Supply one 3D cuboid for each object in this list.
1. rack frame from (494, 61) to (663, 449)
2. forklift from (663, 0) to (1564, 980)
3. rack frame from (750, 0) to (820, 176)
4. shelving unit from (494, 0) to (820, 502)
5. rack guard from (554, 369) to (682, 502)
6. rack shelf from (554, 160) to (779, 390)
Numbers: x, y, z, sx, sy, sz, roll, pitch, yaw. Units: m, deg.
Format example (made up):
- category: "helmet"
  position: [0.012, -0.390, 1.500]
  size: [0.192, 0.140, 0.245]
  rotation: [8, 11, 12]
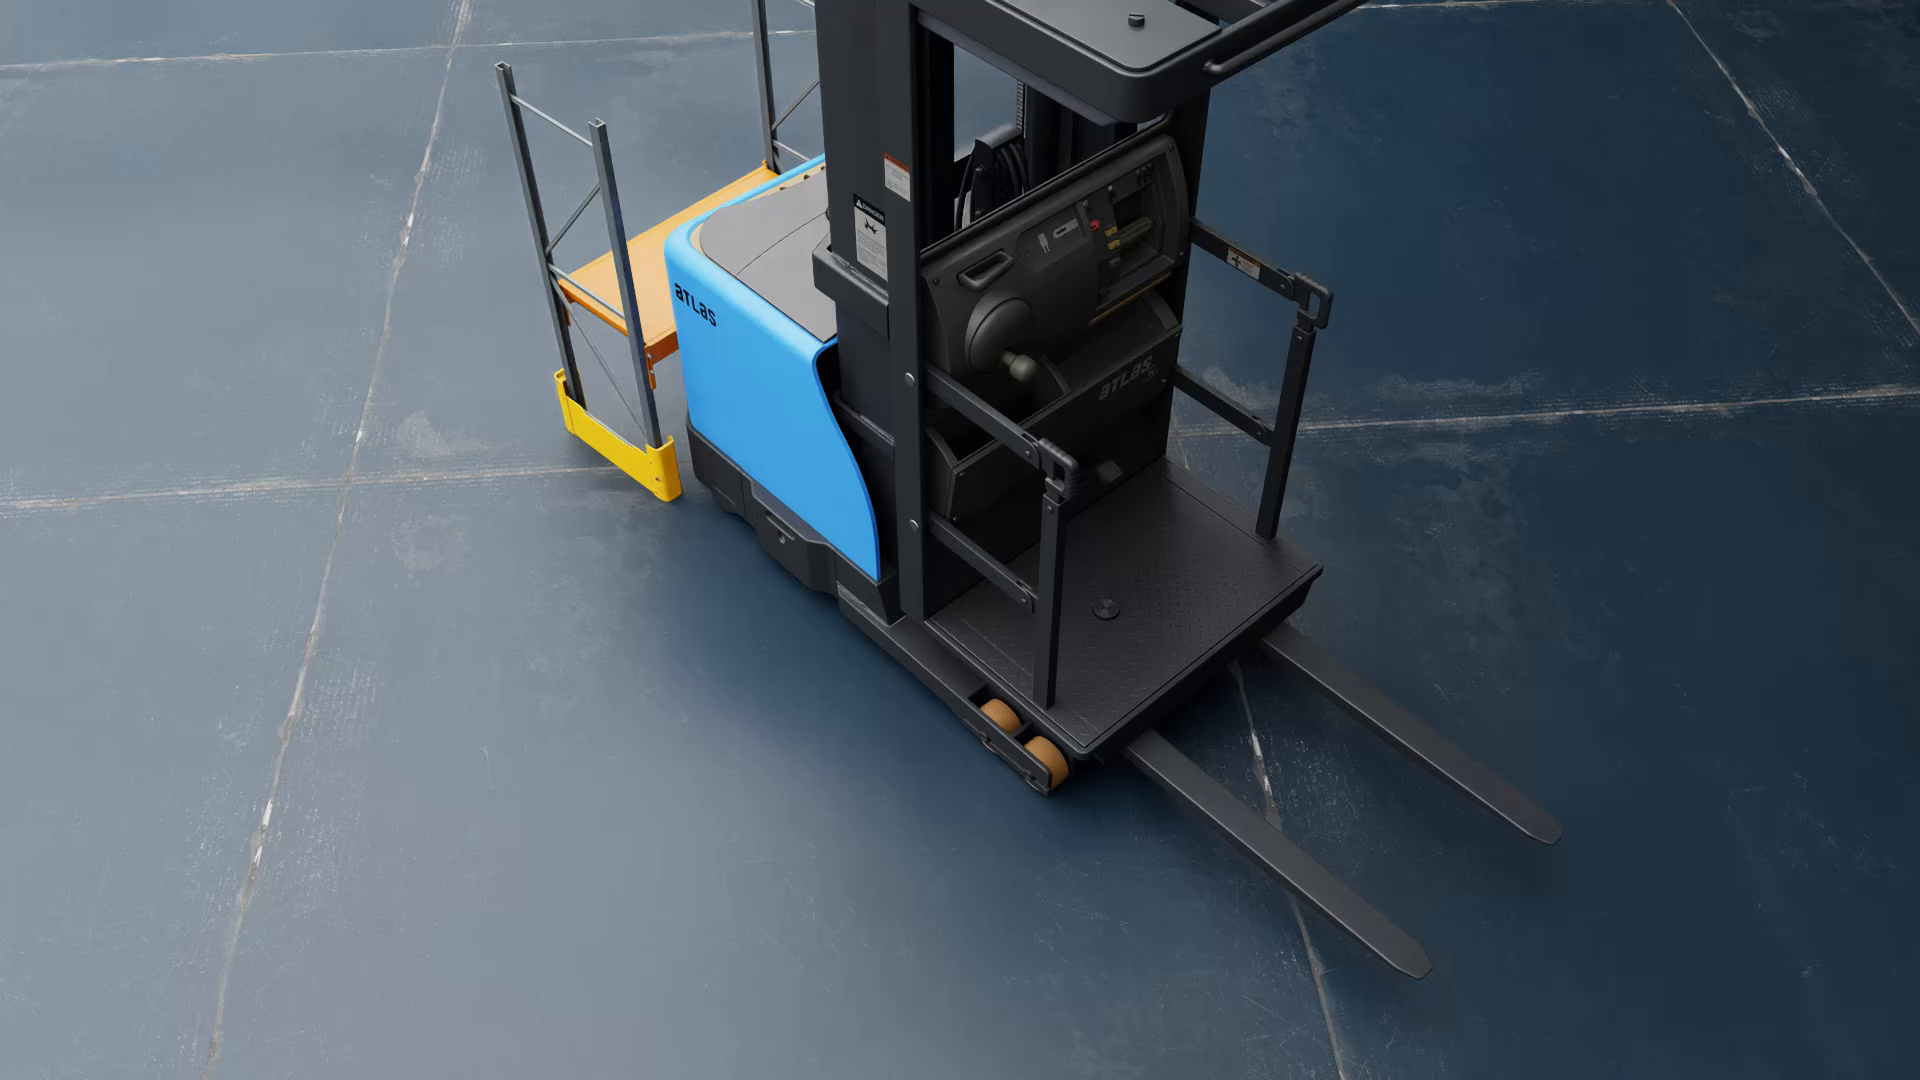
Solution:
- category: "rack frame"
  position: [-1.223, -0.811, 5.485]
  size: [0.500, 1.500, 0.032]
  rotation: [34, 55, 28]
- category: "forklift"
  position: [0.424, -0.674, 4.370]
  size: [1.130, 2.935, 3.031]
  rotation: [-34, 55, -28]
- category: "rack frame"
  position: [-0.528, -1.350, 5.996]
  size: [0.500, 1.500, 0.032]
  rotation: [34, 55, 28]
- category: "shelving unit"
  position: [-0.882, -1.076, 5.736]
  size: [0.587, 1.500, 1.083]
  rotation: [34, 55, 28]
- category: "rack guard"
  position: [-1.222, -0.382, 5.940]
  size: [0.587, 0.250, 0.087]
  rotation: [34, 55, 28]
- category: "rack shelf"
  position: [-0.875, -0.957, 5.871]
  size: [0.538, 0.185, 1.000]
  rotation: [34, 55, 28]
